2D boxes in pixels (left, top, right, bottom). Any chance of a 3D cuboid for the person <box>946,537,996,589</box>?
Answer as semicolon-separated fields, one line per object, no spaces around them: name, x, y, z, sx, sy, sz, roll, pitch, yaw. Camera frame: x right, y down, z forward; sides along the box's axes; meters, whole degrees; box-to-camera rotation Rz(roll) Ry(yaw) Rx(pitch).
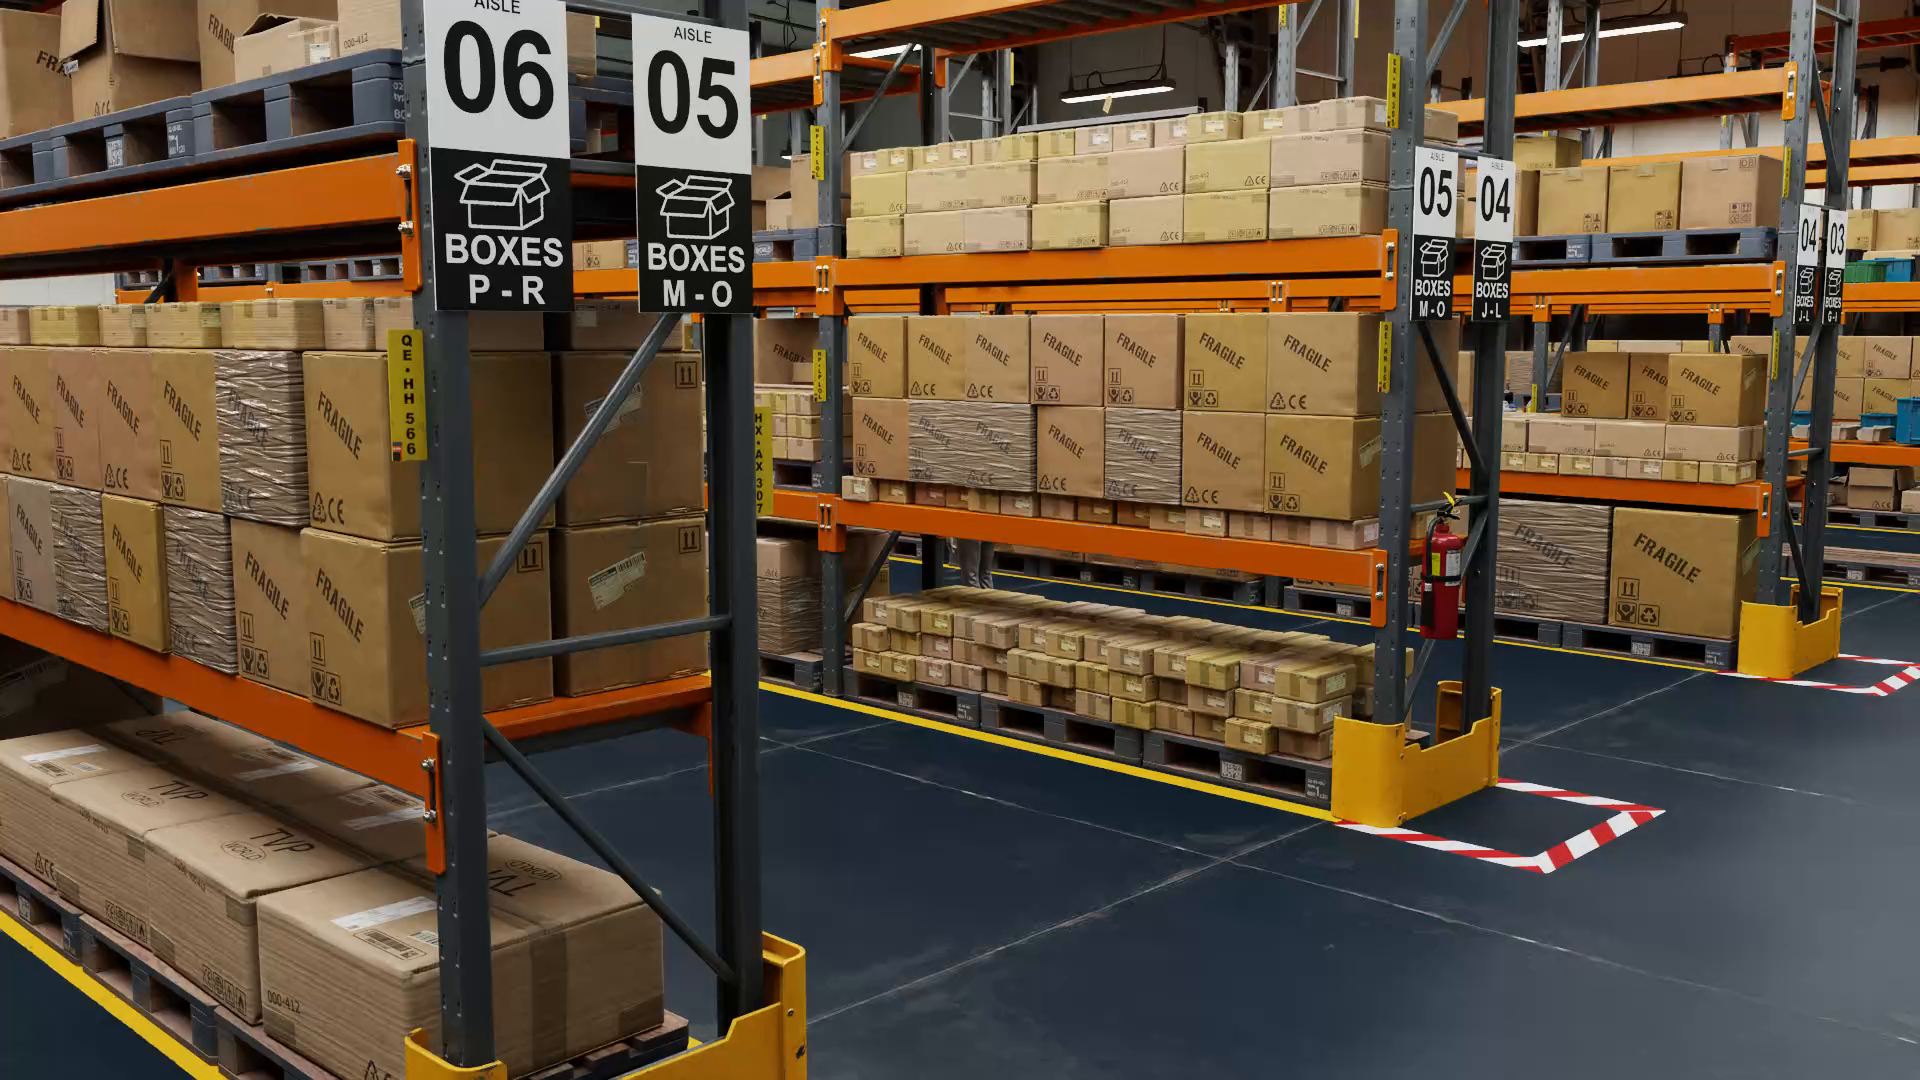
person;0.077;-0.080;12.694;0.533;1.697;0.588;7;10;43
